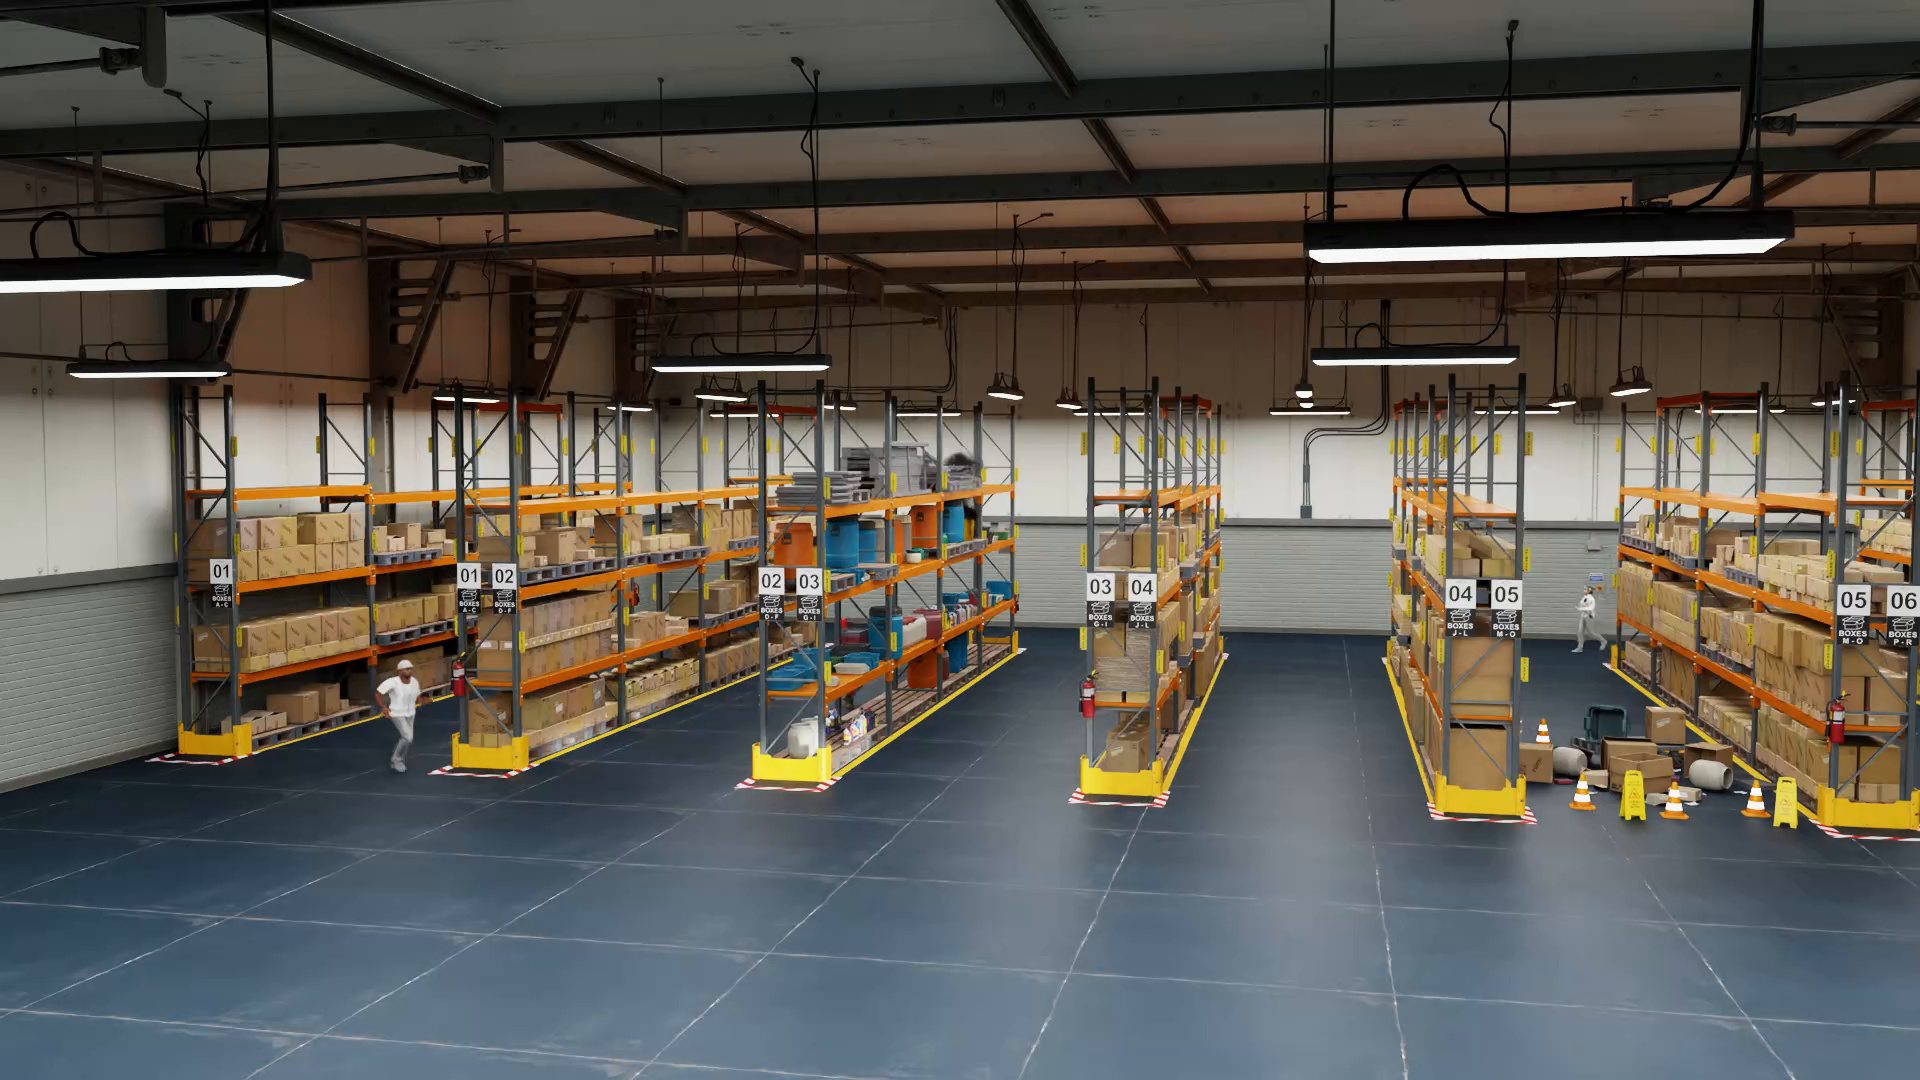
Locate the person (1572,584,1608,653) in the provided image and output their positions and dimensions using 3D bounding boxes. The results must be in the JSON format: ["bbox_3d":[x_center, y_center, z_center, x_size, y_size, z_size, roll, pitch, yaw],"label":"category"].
[{"bbox_3d":[15.240,1.897,40.254,0.873,1.668,0.616,0,3,-4],"label":"person"}]

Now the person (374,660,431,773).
[{"bbox_3d":[-8.543,2.711,25.517,0.729,1.747,0.708,2,4,33],"label":"person"}]

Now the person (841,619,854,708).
[{"bbox_3d":[-2.186,2.354,31.805,0.610,1.739,0.695,-3,4,-40],"label":"person"}]
